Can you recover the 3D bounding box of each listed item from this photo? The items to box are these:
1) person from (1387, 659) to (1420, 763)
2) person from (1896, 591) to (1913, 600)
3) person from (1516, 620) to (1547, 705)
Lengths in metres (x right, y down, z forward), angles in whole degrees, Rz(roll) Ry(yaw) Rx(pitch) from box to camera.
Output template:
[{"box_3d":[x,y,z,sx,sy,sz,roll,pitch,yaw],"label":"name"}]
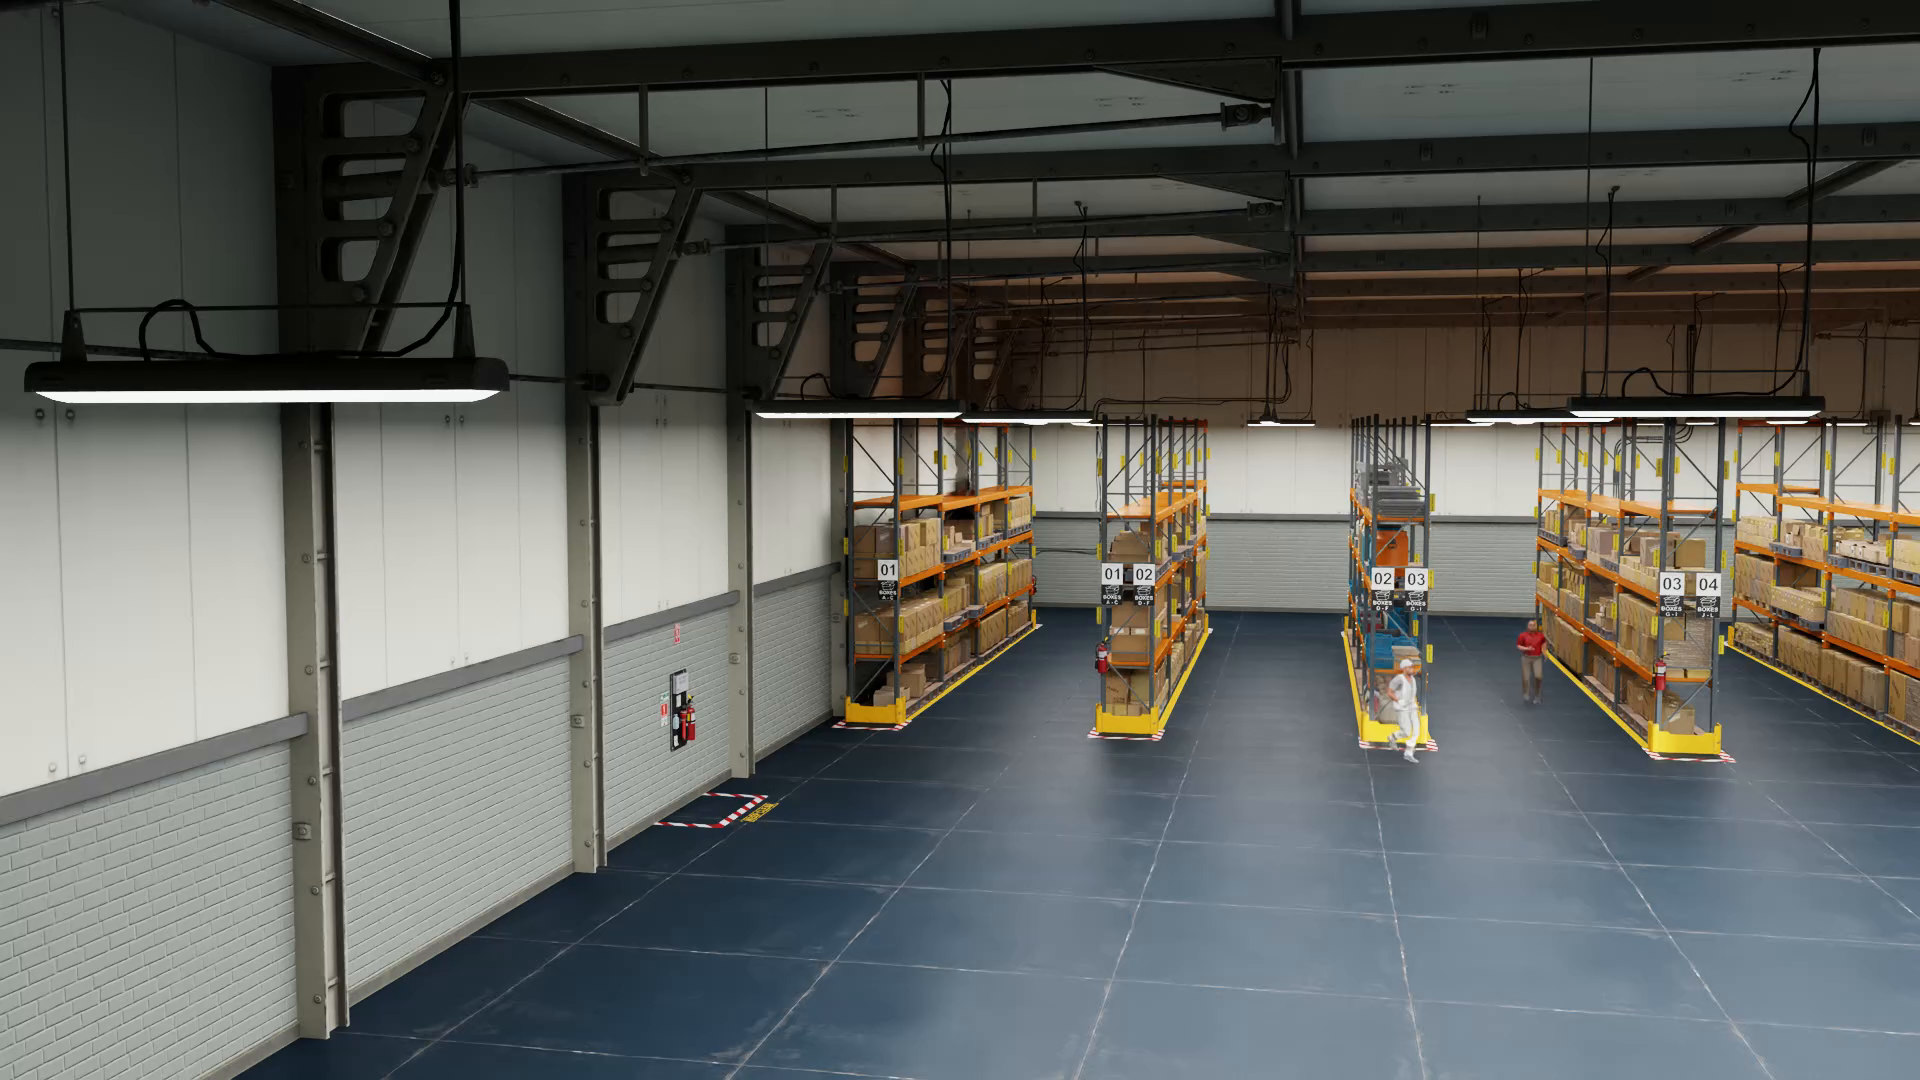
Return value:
[{"box_3d":[7.689,2.941,28.823,0.695,1.766,0.672,-2,4,-30],"label":"person"},{"box_3d":[25.169,1.892,44.511,0.606,1.723,0.712,1,4,21],"label":"person"},{"box_3d":[11.941,2.563,34.718,0.637,1.774,0.739,1,4,12],"label":"person"}]
